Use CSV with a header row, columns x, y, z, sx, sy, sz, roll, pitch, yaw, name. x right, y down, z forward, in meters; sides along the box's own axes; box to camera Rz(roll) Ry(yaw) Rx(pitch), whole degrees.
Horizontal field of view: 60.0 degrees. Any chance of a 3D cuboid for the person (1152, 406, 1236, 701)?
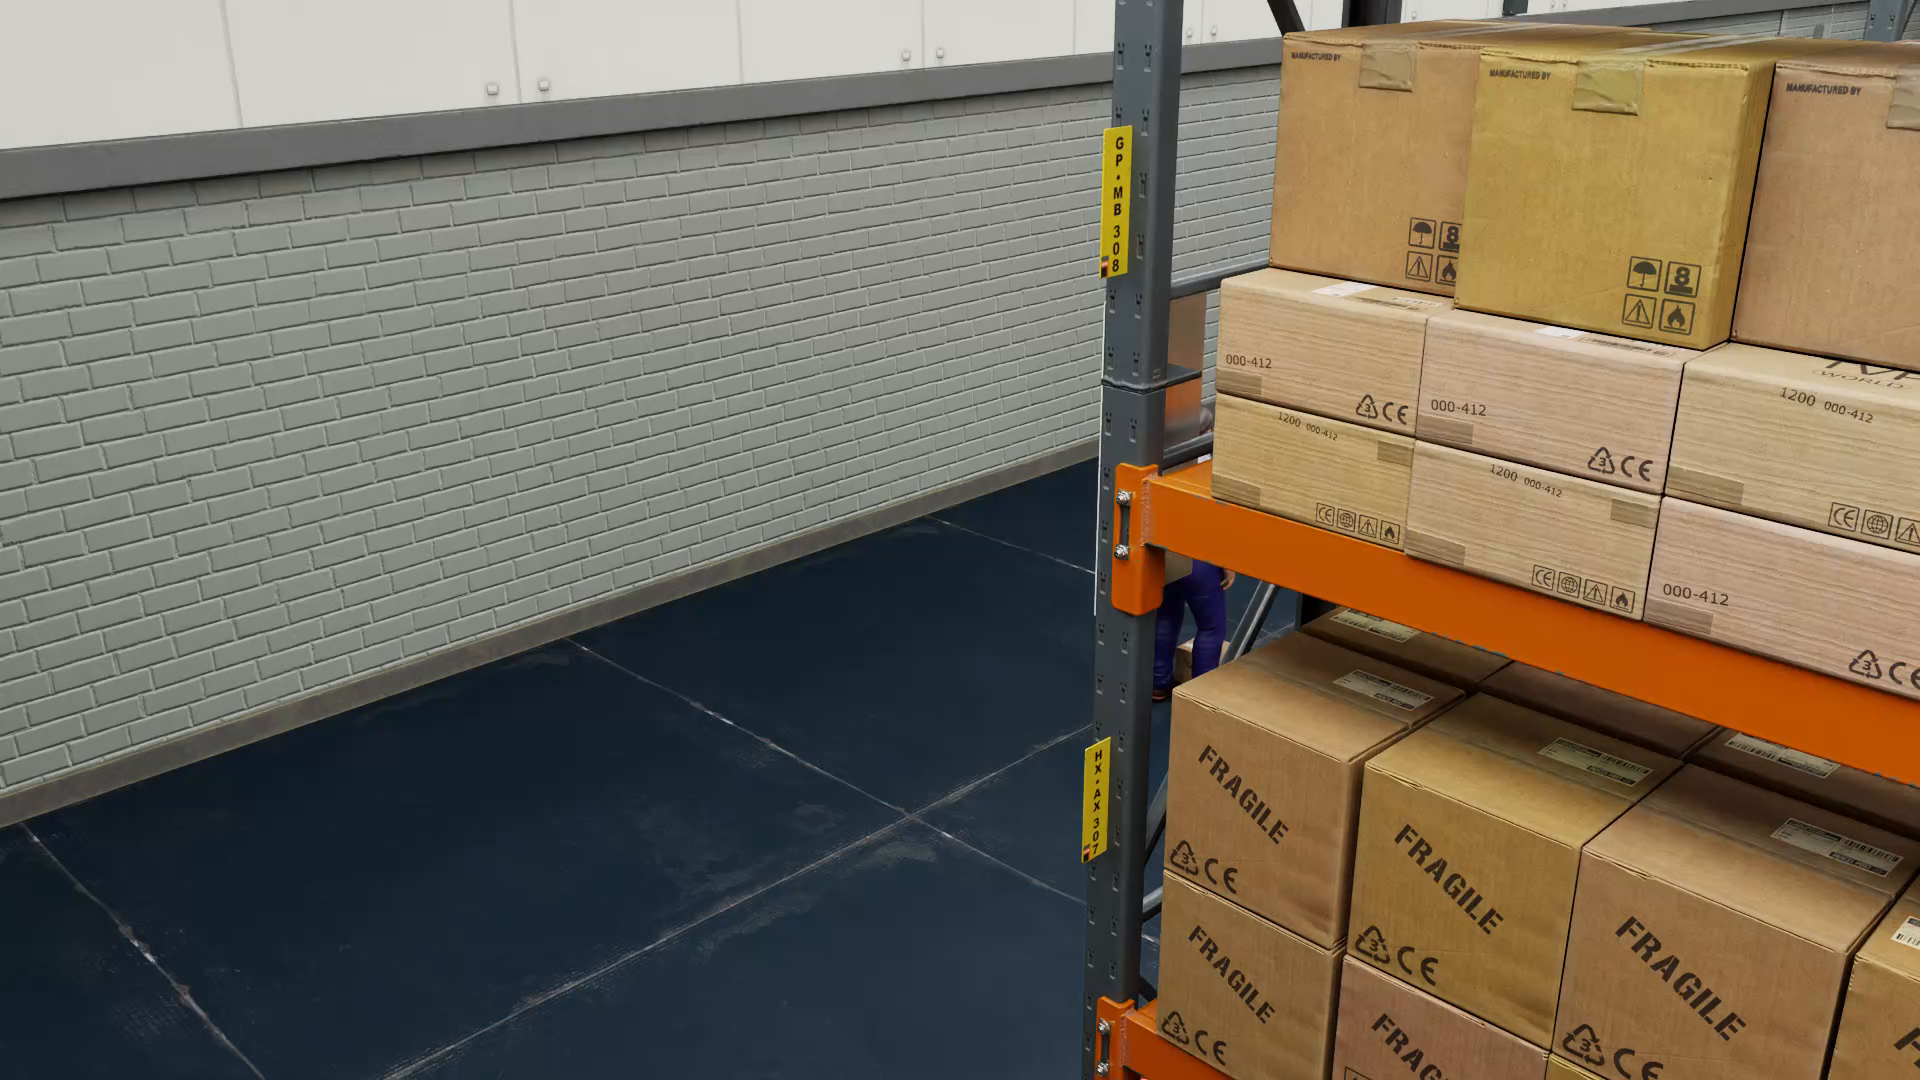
x,y,z,sx,sy,sz,roll,pitch,yaw,name
1.223,0.118,8.813,0.555,1.627,0.330,18,27,39,person
